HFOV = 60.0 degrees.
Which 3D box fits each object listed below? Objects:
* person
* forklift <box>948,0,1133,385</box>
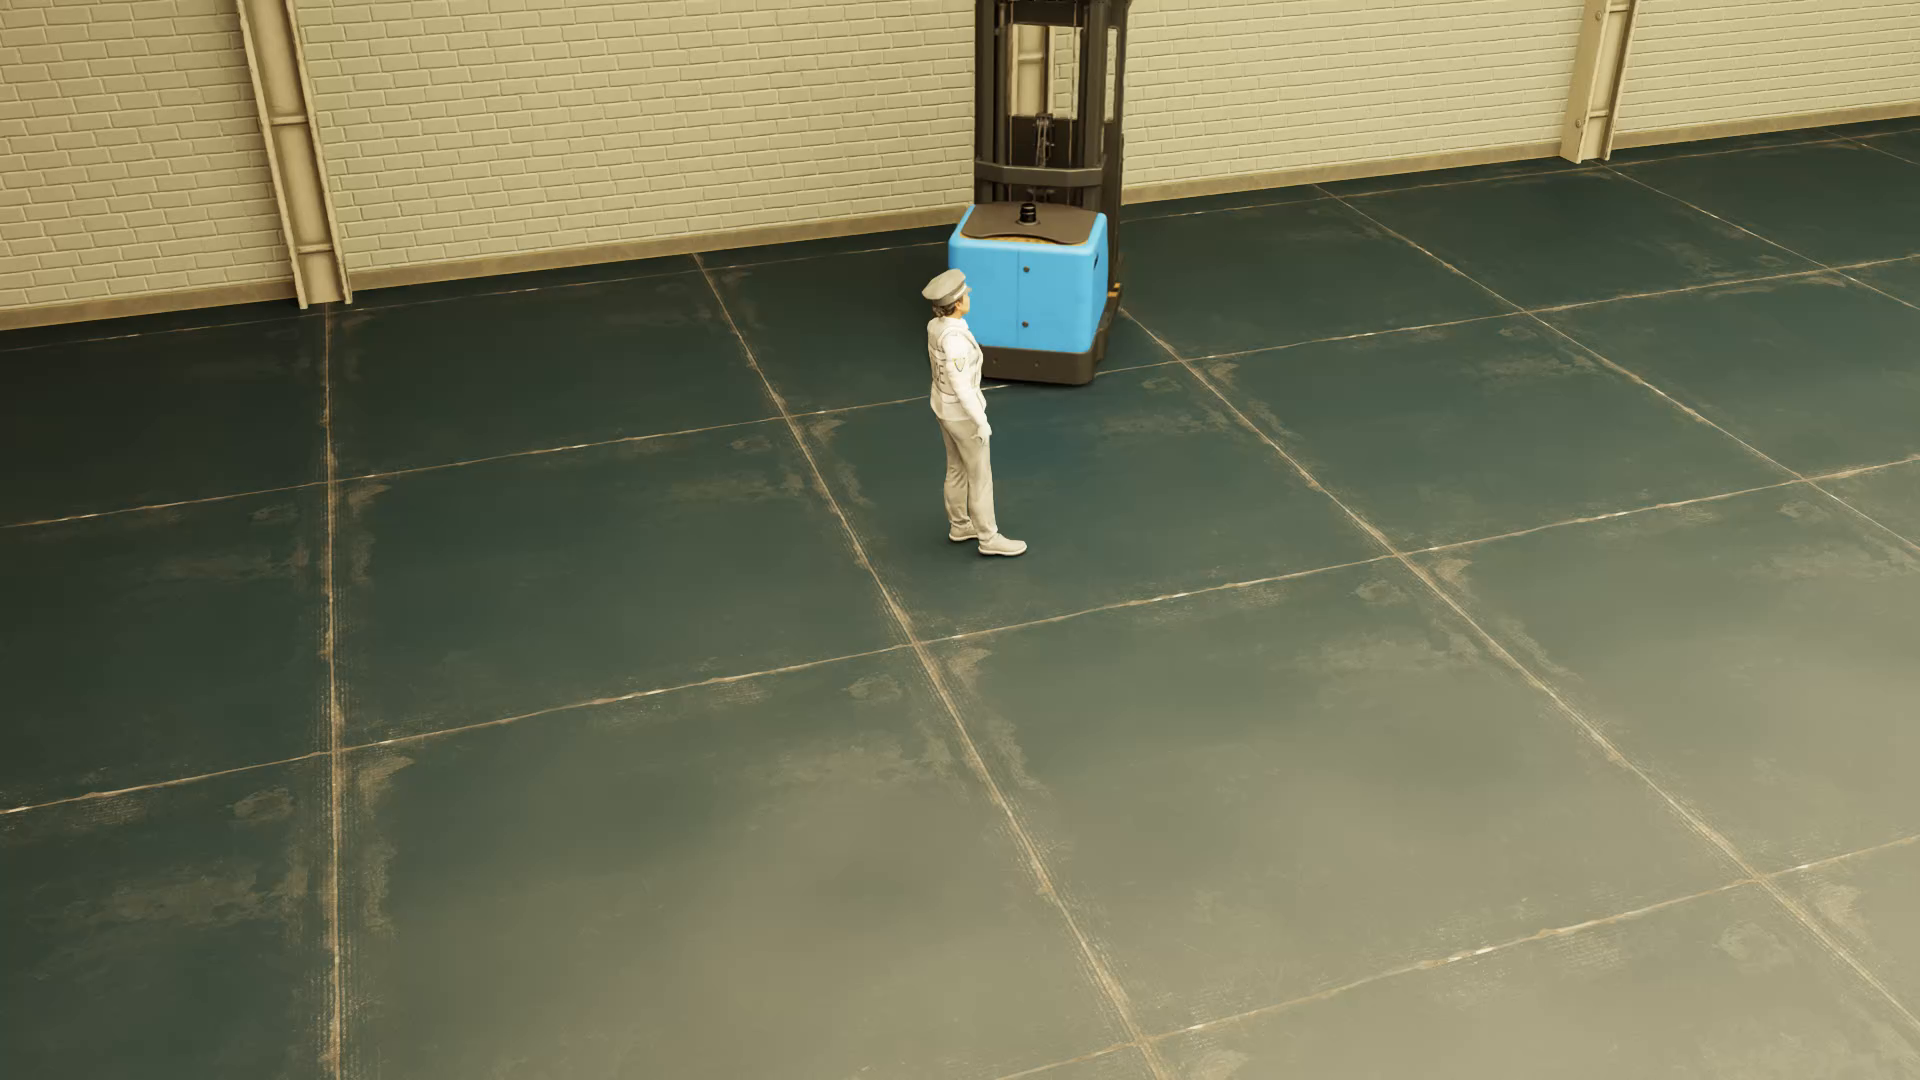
[{"bbox_3d":[0.067,-0.749,9.613,0.531,1.695,0.588,-10,31,-16],"label":"person"},{"bbox_3d":[0.696,-3.092,12.460,1.130,2.935,3.031,6,30,10],"label":"forklift"}]
